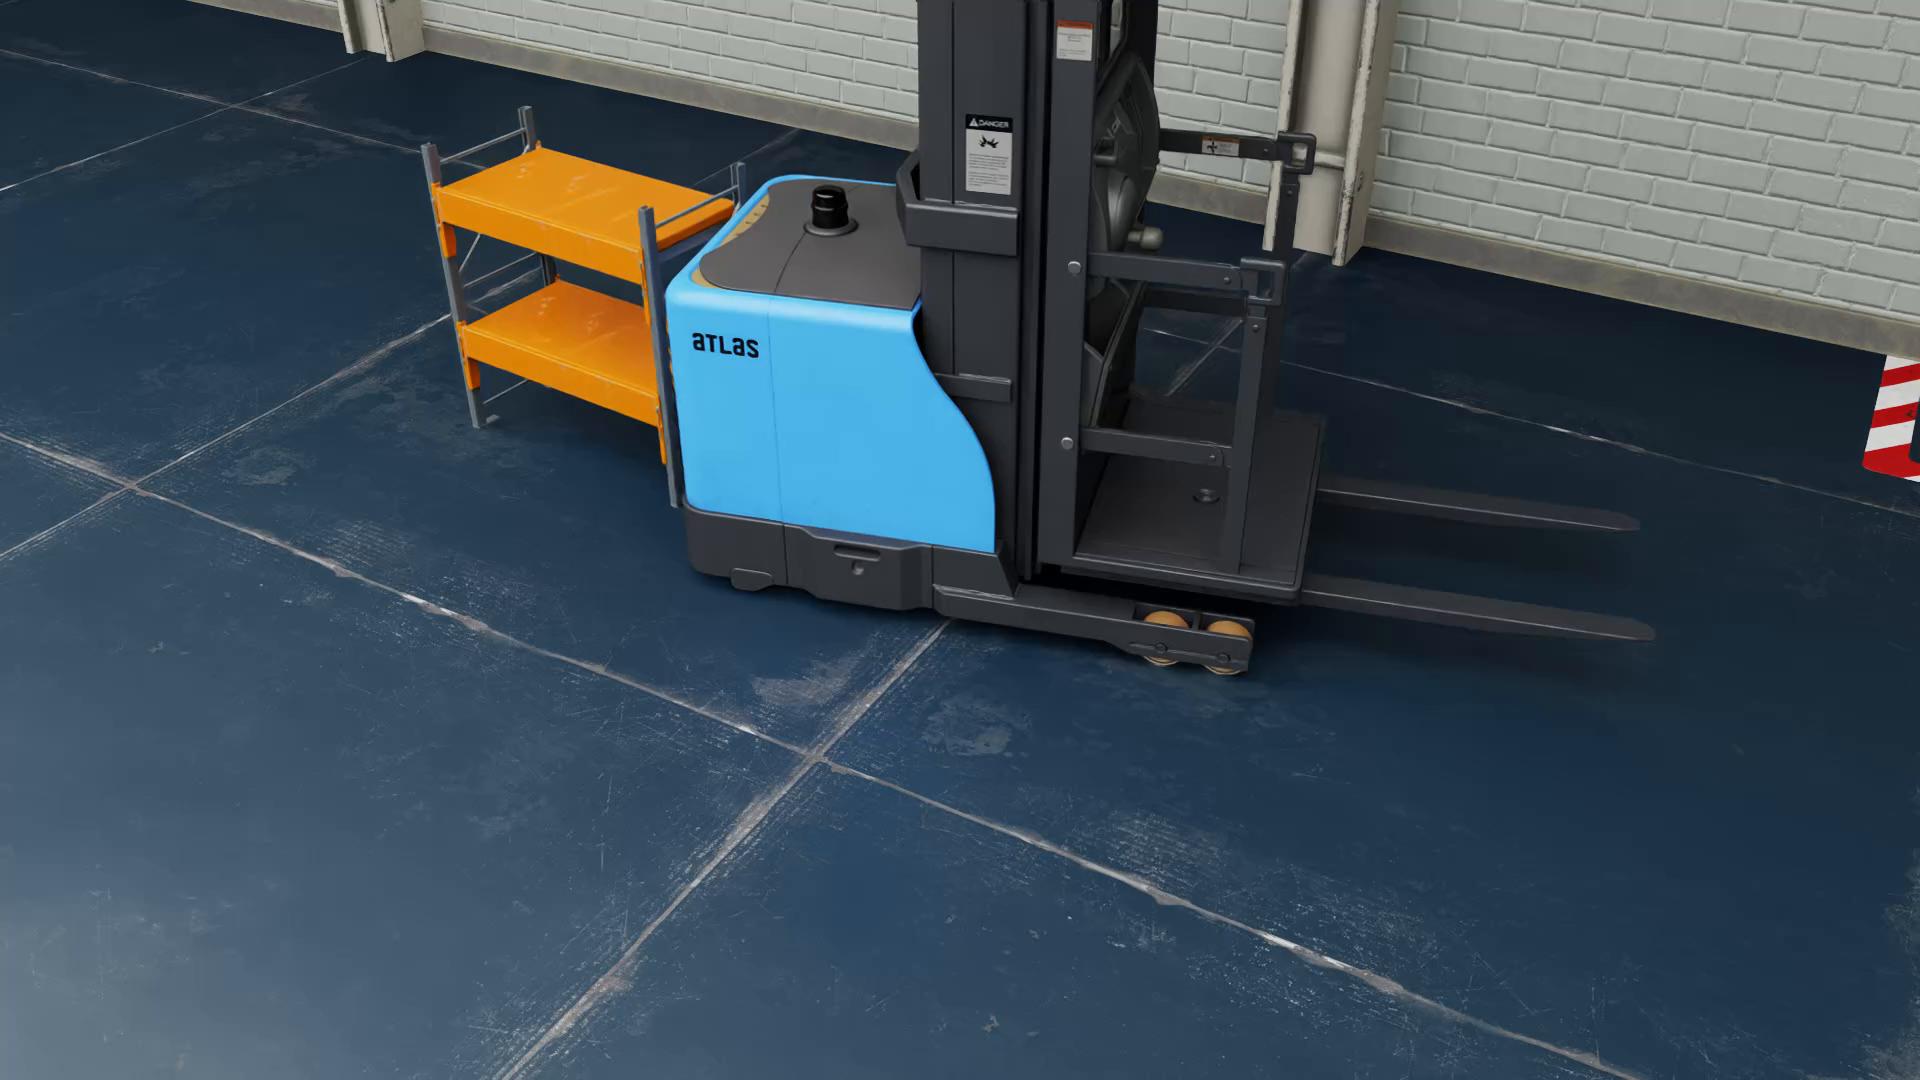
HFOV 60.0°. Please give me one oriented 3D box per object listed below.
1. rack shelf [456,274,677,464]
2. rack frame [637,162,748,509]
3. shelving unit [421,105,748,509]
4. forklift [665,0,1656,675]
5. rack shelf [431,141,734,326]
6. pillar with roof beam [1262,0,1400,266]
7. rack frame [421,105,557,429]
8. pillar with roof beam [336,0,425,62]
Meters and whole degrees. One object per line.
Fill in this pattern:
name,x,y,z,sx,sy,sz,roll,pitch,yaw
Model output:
rack shelf,-1.301,-0.652,6.156,1.000,0.278,0.538,20,39,28
rack frame,-0.879,-0.699,5.784,0.032,1.125,0.500,20,39,28
shelving unit,-1.301,-0.856,6.020,1.048,1.125,0.538,20,39,28
forklift,0.672,-1.131,4.804,3.031,2.935,1.130,8,35,12
rack shelf,-1.301,-1.099,5.858,1.000,0.278,0.538,20,39,28
pillar with roof beam,-0.472,-3.058,2.224,0.400,9.000,9.100,18,37,24
rack frame,-1.723,-1.013,6.256,0.032,1.125,0.500,20,39,28
pillar with roof beam,-5.681,-4.709,4.702,0.400,9.000,9.100,18,37,24
